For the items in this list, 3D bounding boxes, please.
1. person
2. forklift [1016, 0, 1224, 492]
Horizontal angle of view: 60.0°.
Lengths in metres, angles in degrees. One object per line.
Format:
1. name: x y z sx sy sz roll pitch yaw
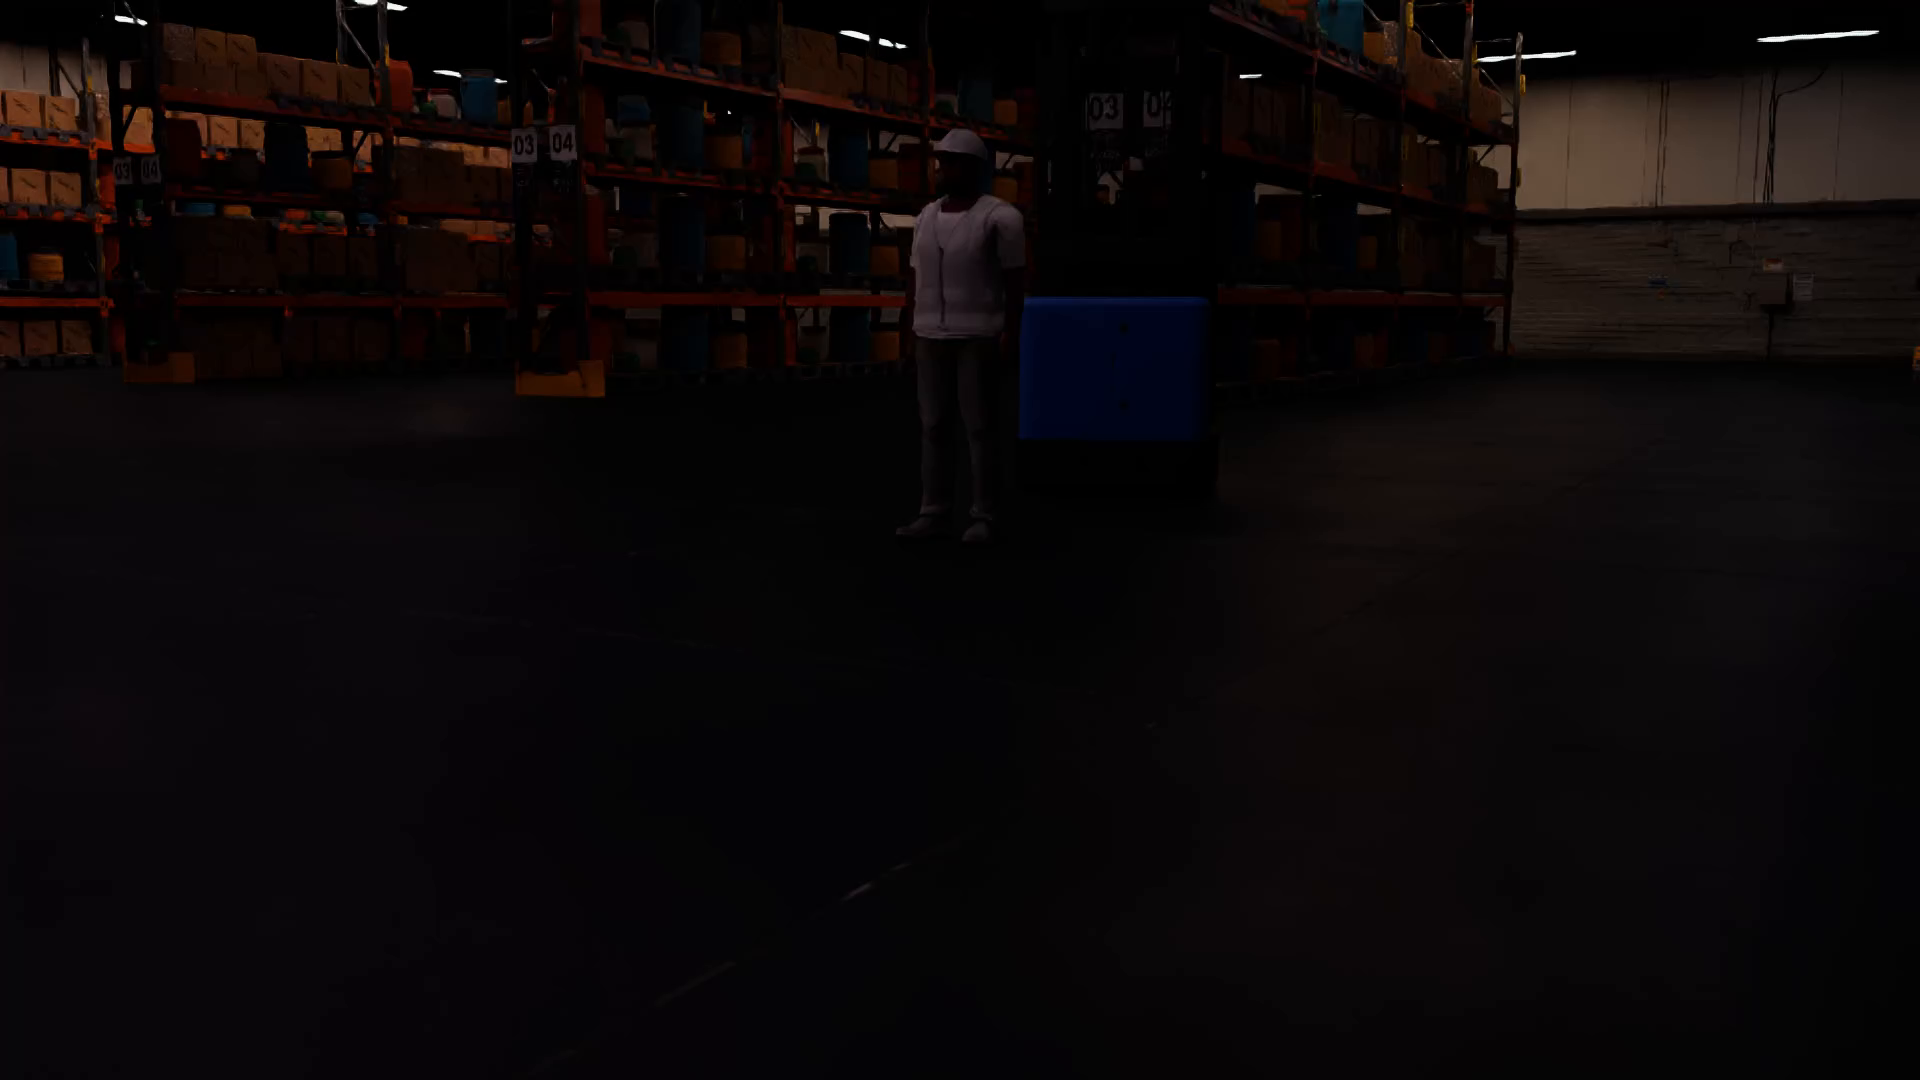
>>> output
1. person: -0.005 -0.874 7.181 0.559 1.771 0.367 4 9 29
2. forklift: 1.046 -1.881 10.220 1.130 2.935 3.031 1 8 9
